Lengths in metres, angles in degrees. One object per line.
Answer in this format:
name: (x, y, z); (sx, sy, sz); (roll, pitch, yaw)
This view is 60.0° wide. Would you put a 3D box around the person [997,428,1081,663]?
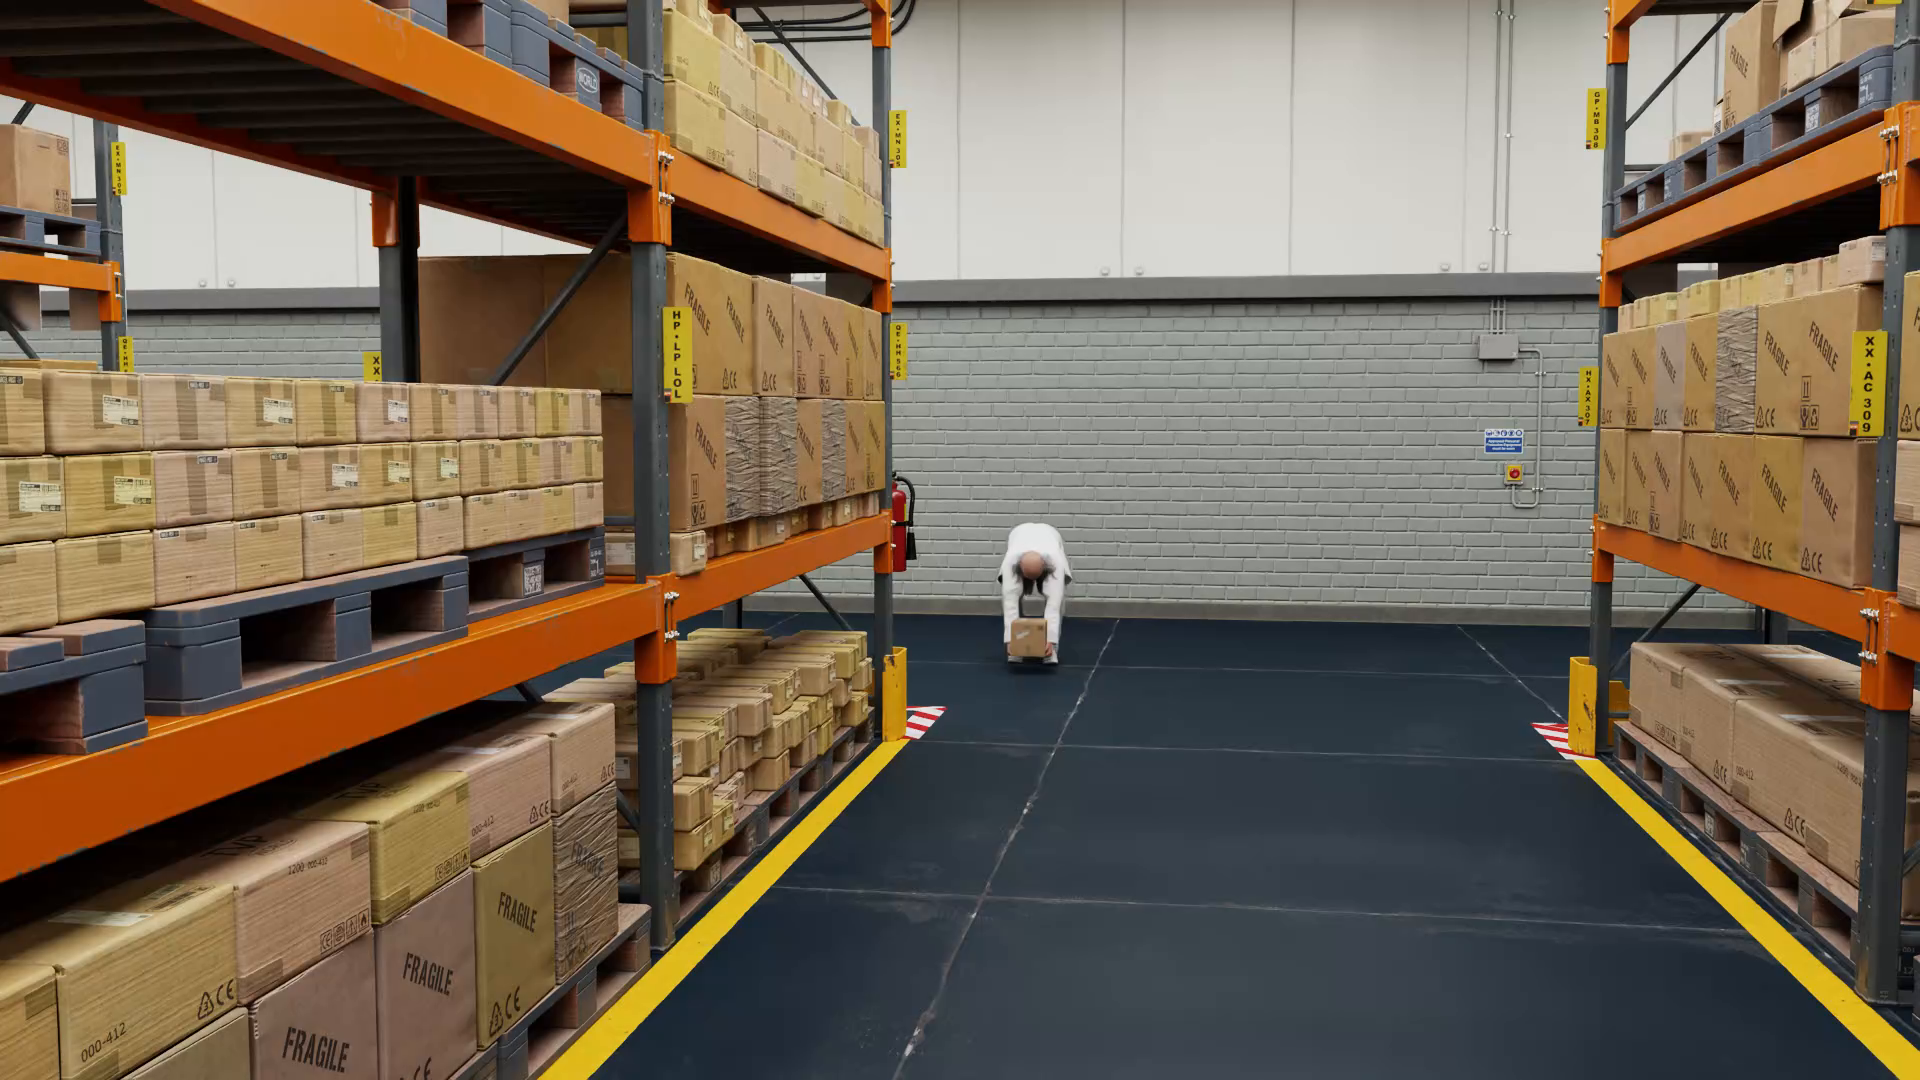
person: (0.596, 0.037, 12.607); (0.638, 1.772, 0.428); (0, 4, 6)
